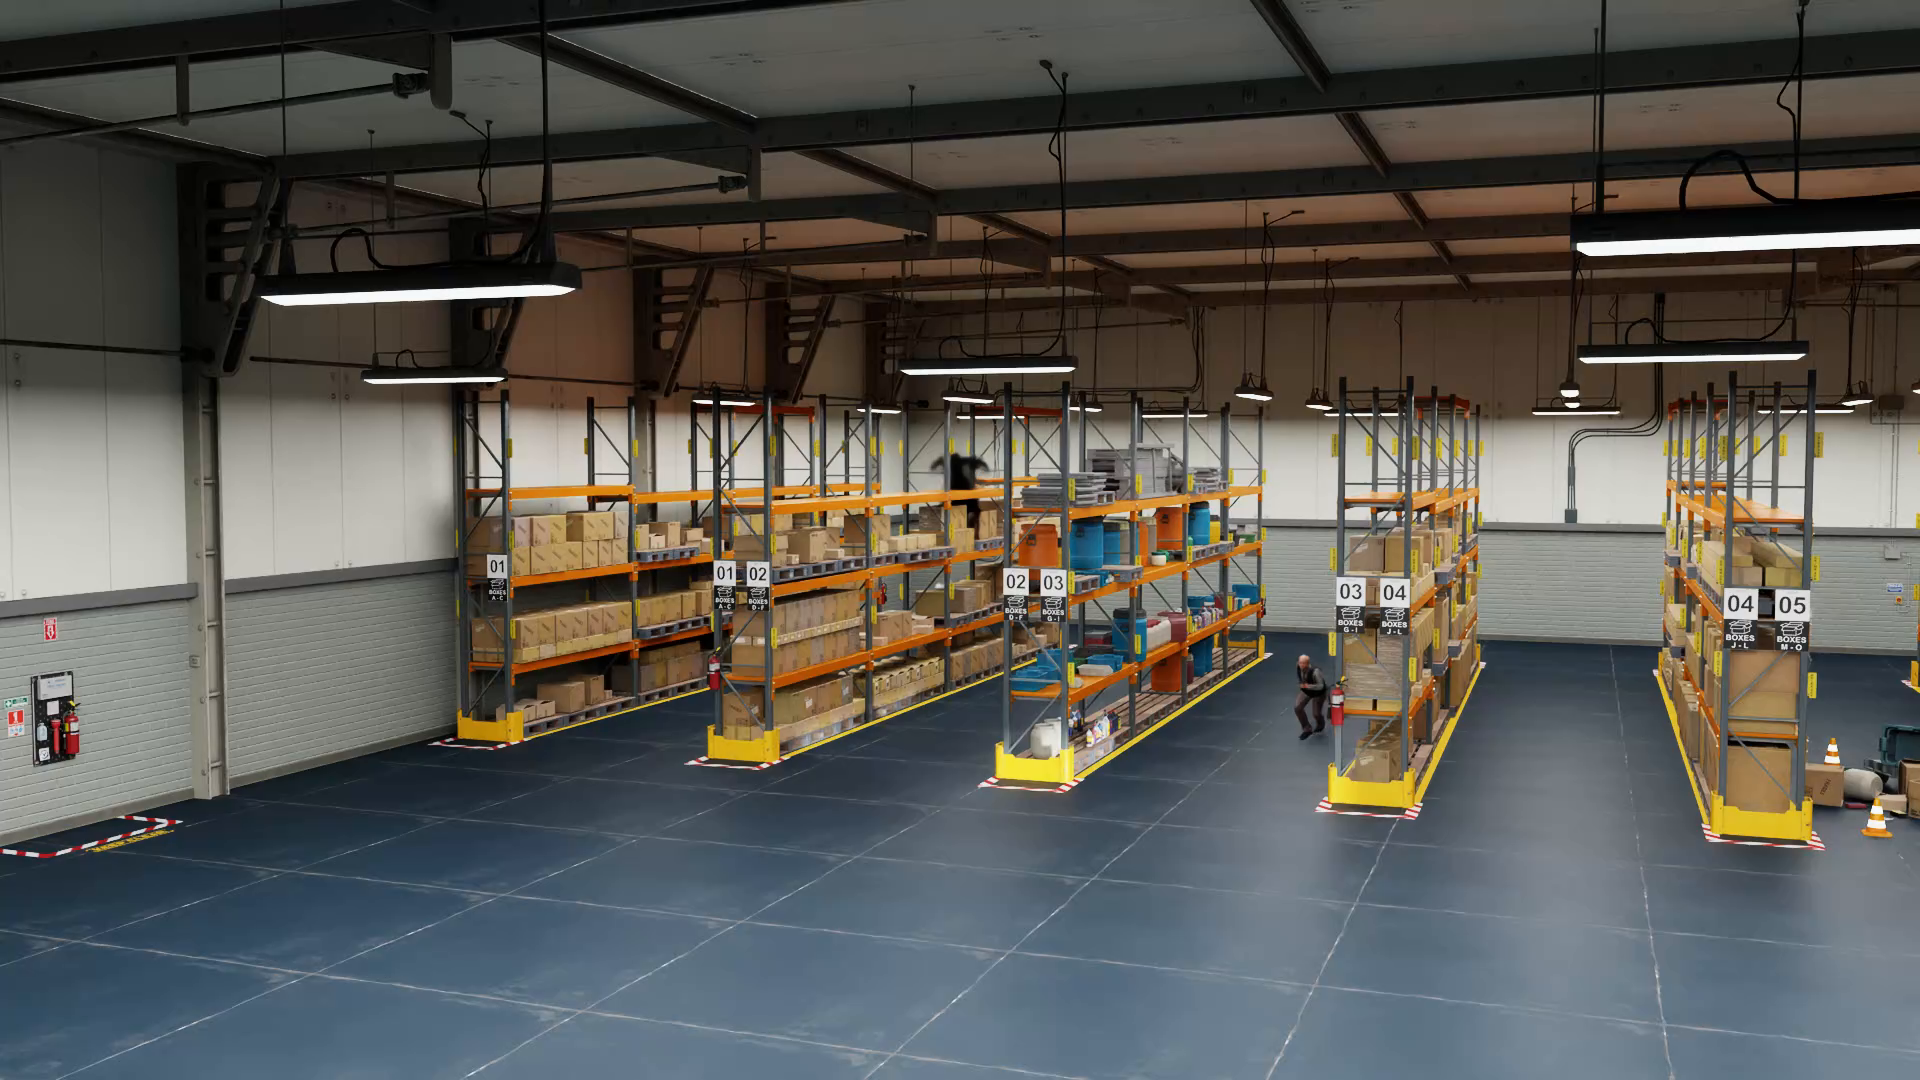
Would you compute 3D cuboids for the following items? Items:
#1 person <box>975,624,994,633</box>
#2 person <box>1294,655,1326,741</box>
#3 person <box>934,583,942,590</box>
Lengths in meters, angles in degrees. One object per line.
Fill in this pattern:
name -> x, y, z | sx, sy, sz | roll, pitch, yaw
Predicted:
person -> 0.677, 1.807, 43.222 | 0.907, 1.588, 0.603 | 2, 4, 29
person -> 6.092, 2.689, 28.670 | 0.640, 1.505, 1.152 | 3, 4, 39
person -> -0.458, 1.876, 40.368 | 0.700, 1.689, 0.994 | 0, 3, 6
